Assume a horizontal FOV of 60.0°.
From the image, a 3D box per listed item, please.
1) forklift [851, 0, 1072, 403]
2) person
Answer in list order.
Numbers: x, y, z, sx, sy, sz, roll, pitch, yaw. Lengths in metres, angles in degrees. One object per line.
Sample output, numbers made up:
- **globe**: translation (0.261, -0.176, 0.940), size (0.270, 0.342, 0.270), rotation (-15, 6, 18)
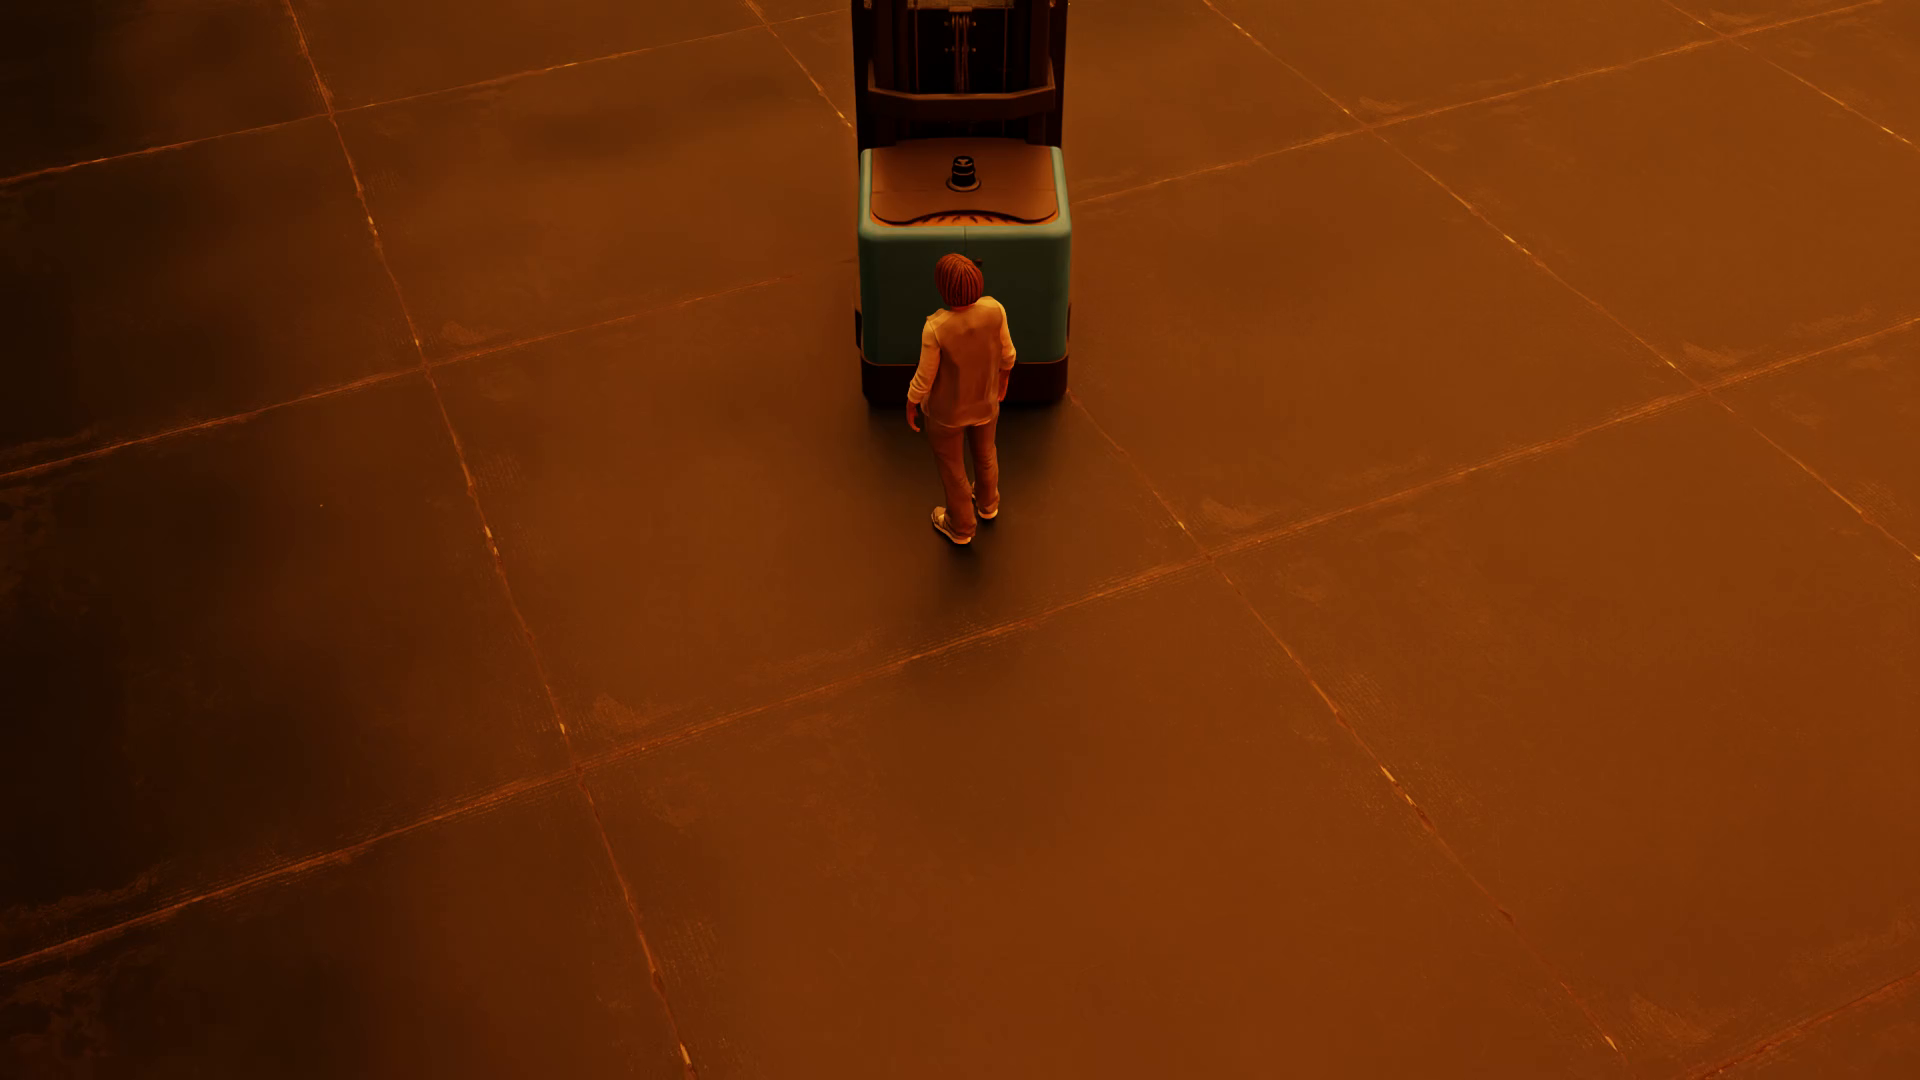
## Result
- **forklift**: translation (-0.010, -2.755, 8.632), size (1.130, 2.935, 3.031), rotation (-1, 43, -1)
- **person**: translation (-0.018, -0.640, 7.332), size (0.520, 1.599, 0.473), rotation (-18, 46, -18)
